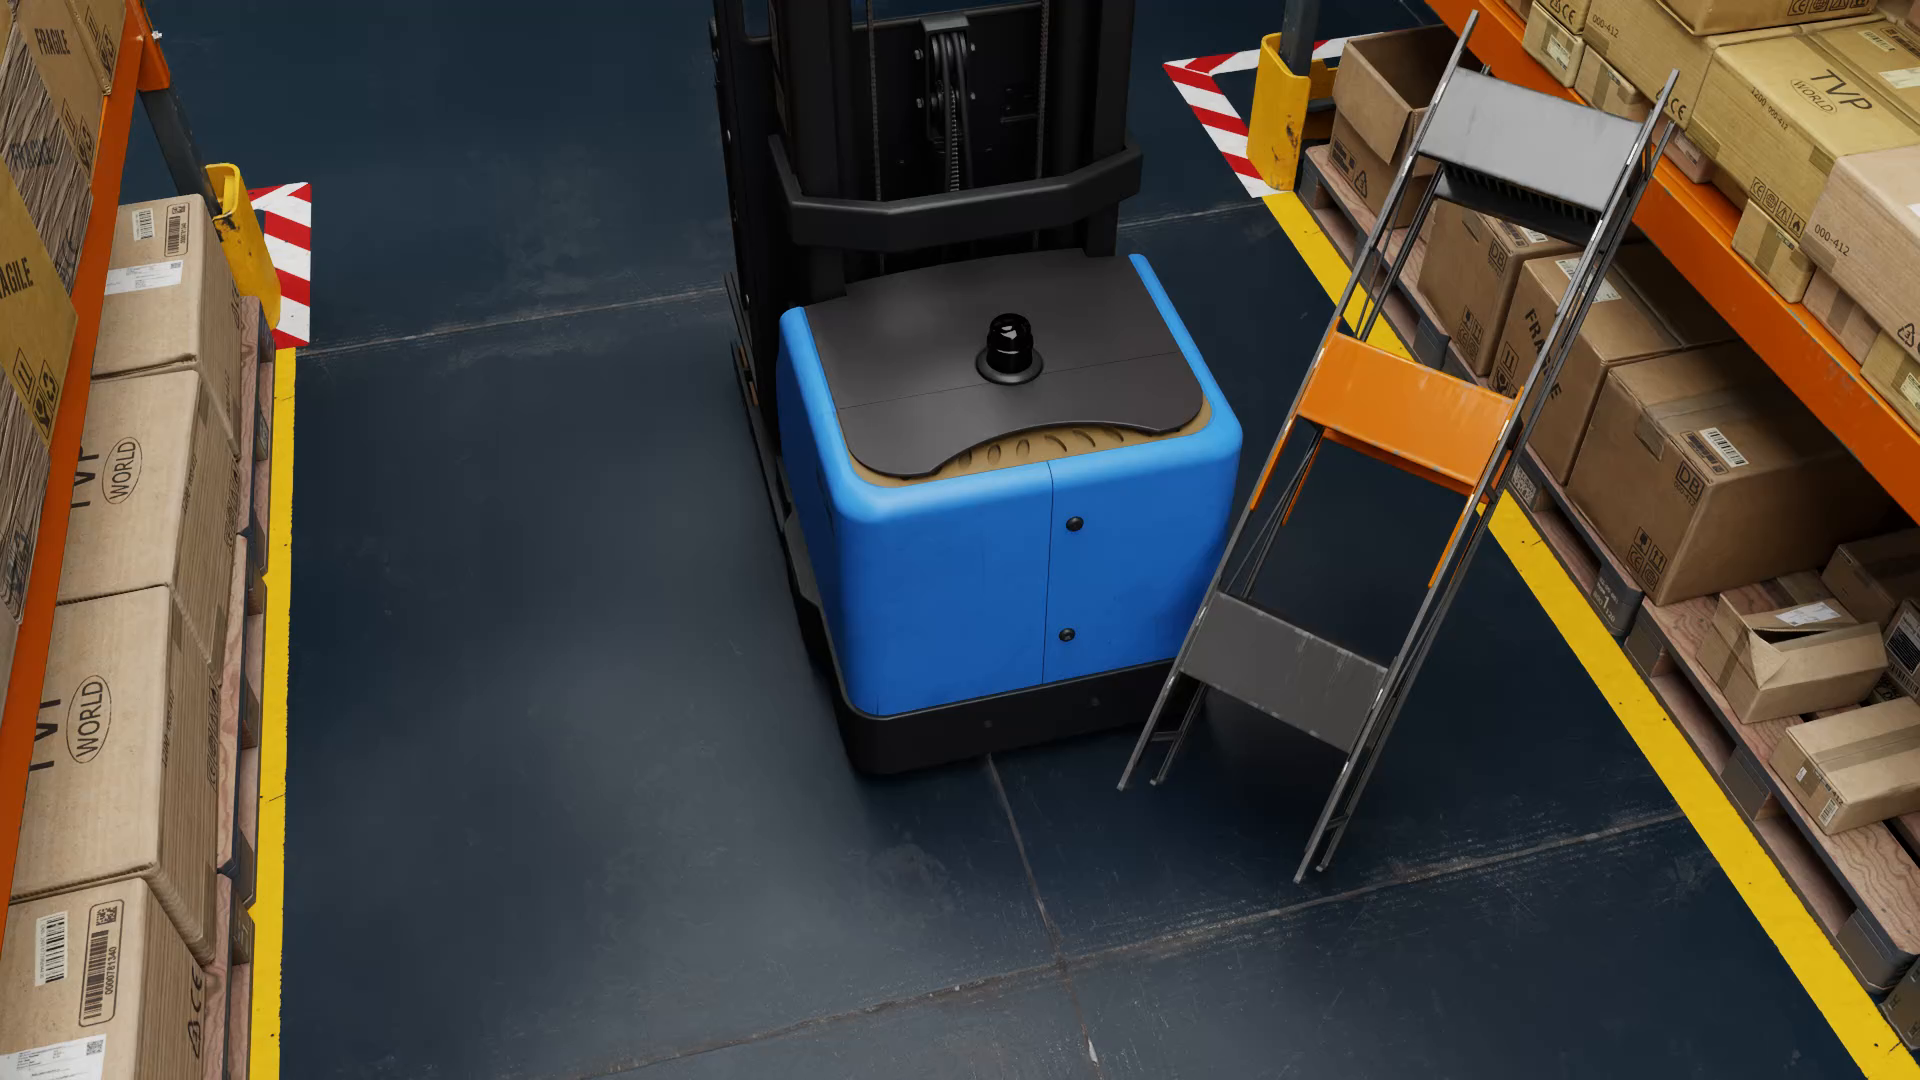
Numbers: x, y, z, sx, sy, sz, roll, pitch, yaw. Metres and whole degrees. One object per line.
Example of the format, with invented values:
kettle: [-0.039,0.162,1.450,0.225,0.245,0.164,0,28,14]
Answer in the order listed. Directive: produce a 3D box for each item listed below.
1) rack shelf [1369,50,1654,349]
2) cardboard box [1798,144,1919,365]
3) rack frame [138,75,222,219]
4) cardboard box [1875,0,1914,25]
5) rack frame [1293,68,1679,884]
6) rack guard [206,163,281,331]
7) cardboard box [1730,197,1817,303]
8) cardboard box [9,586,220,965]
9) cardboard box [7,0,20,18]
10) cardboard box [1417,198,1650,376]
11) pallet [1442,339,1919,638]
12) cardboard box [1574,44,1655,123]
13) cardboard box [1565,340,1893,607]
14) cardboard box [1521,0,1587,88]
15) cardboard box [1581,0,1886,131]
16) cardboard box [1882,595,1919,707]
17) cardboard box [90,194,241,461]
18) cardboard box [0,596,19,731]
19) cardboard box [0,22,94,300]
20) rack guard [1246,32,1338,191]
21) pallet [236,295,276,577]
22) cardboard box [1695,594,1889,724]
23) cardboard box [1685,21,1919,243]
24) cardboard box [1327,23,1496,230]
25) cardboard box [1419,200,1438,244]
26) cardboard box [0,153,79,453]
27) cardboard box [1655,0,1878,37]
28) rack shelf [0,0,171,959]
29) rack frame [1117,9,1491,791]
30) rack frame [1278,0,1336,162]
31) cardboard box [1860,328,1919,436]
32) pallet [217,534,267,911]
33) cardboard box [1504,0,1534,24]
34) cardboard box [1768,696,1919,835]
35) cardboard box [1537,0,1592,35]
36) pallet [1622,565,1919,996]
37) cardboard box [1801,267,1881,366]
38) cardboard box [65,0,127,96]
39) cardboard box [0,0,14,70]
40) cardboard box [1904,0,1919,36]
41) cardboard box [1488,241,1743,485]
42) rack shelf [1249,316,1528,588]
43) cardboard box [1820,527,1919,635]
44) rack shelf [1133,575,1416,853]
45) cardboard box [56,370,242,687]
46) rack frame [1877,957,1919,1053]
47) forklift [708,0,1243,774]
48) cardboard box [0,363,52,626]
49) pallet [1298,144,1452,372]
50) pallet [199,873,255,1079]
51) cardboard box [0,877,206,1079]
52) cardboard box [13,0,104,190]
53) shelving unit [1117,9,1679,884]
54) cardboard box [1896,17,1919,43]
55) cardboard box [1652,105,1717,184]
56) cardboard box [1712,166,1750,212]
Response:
rack shelf: [1.381,-0.838,4.151,0.480,0.431,0.518,26,95,22]
cardboard box: [2.259,-0.643,3.677,0.500,0.250,0.500,-11,47,-10]
rack frame: [-3.053,-1.793,4.907,1.000,3.000,0.127,-11,47,-10]
cardboard box: [2.505,-1.426,4.444,0.500,0.250,0.500,-11,47,-10]
rack frame: [1.307,-0.114,4.109,0.015,0.400,2.100,26,95,22]
rack guard: [-3.059,-0.935,5.816,1.175,0.500,0.348,-11,47,-10]
cardboard box: [2.131,-0.736,4.047,0.380,0.149,0.250,-11,47,-11]
cardboard box: [-2.316,0.647,4.015,0.875,0.438,0.875,-12,47,-11]
cardboard box: [-2.537,-1.533,3.882,0.500,0.500,0.500,-11,47,-10]
cardboard box: [1.990,-0.938,5.525,0.700,0.500,0.500,-9,46,-9]
pallet: [2.277,-0.284,5.380,1.003,0.211,1.213,-11,47,-10]
cardboard box: [1.932,-1.261,4.562,0.380,0.149,0.250,-10,46,-9]
cardboard box: [2.256,-0.222,4.823,0.700,0.500,0.500,-12,47,-12]
cardboard box: [1.845,-1.440,4.736,0.380,0.149,0.250,-12,47,-11]
cardboard box: [2.014,-1.346,4.365,0.500,0.250,0.500,-12,47,-11]
cardboard box: [2.828,0.353,4.392,0.500,0.311,0.500,-9,46,-9]
cardboard box: [-2.788,-0.606,5.243,0.875,0.438,0.875,-12,47,-12]
cardboard box: [-2.021,0.214,2.870,0.500,0.500,0.500,-10,47,-10]
cardboard box: [-2.419,-0.841,3.904,0.500,0.500,0.500,-9,46,-9]
rack guard: [1.764,-1.776,6.640,1.175,0.500,0.348,-11,47,-10]
pallet: [-2.773,-0.279,5.376,1.003,0.211,1.213,-11,47,-10]
cardboard box: [2.250,0.291,4.485,0.396,0.266,0.258,-9,46,-9]
cardboard box: [2.145,-0.990,4.017,0.500,0.250,0.500,-11,47,-11]
cardboard box: [1.809,-1.537,6.110,0.797,0.503,0.637,-12,47,-12]
cardboard box: [1.880,-1.112,5.942,0.380,0.149,0.250,-12,47,-12]
cardboard box: [-2.274,-0.487,3.557,0.500,0.500,0.500,-9,46,-9]
cardboard box: [1.984,-1.619,4.108,0.500,0.500,0.500,-10,46,-9]
rack shelf: [-2.541,-0.160,3.811,1.077,0.370,4.000,-11,47,-10]
rack frame: [0.900,-0.310,4.293,0.015,0.400,2.100,26,95,22]
rack frame: [1.744,-2.703,5.799,1.000,3.000,0.127,-11,47,-10]
cardboard box: [2.265,-0.378,3.696,0.380,0.149,0.250,-10,46,-9]
pallet: [-2.464,0.562,4.552,1.003,0.211,1.213,-11,47,-10]
cardboard box: [1.853,-1.628,4.921,0.380,0.149,0.250,-10,46,-10]
cardboard box: [2.342,0.578,4.285,0.380,0.149,0.250,-12,47,-12]
cardboard box: [1.862,-1.695,4.707,0.500,0.250,0.500,-12,47,-11]
pallet: [2.593,0.560,4.553,1.003,0.211,1.213,-11,47,-10]
cardboard box: [2.224,-0.564,3.879,0.380,0.149,0.250,-10,46,-9]
cardboard box: [-2.674,-1.543,4.592,0.500,0.500,0.500,-10,47,-10]
cardboard box: [-2.414,-1.191,3.547,0.500,0.500,0.500,-11,47,-11]
cardboard box: [2.644,-1.332,3.827,0.500,0.500,0.500,-12,47,-11]
cardboard box: [2.029,-0.555,5.150,0.500,0.500,0.500,-10,46,-10]
rack shelf: [1.098,-0.200,4.202,0.480,0.431,0.518,26,95,22]
cardboard box: [2.716,0.111,4.743,0.380,0.149,0.250,-11,47,-11]
rack shelf: [0.815,0.438,4.254,0.480,0.431,0.518,26,95,22]
cardboard box: [-2.545,0.025,4.626,0.875,0.438,0.875,-10,46,-9]
rack frame: [2.768,0.059,3.092,1.000,3.000,0.127,-11,47,-10]
forklift: [-0.159,-1.461,4.630,1.130,2.935,3.031,-11,47,-10]
cardboard box: [-2.142,-0.131,3.208,0.500,0.500,0.500,-10,47,-10]
pallet: [1.969,-1.124,6.204,1.003,0.211,1.213,-11,47,-10]
pallet: [-2.148,1.405,3.725,1.003,0.211,1.213,-11,47,-10]
cardboard box: [-2.086,1.265,3.410,0.875,0.438,0.875,-11,47,-11]
cardboard box: [-2.560,-1.194,4.250,0.500,0.500,0.500,-12,47,-11]
shelving unit: [1.104,-0.212,4.201,0.503,0.431,2.100,26,95,22]
cardboard box: [2.637,-1.086,4.111,0.500,0.250,0.500,-10,46,-9]
cardboard box: [2.065,-1.096,4.400,0.380,0.149,0.250,-11,47,-10]
cardboard box: [2.173,-0.934,4.241,0.380,0.149,0.250,-10,46,-10]
